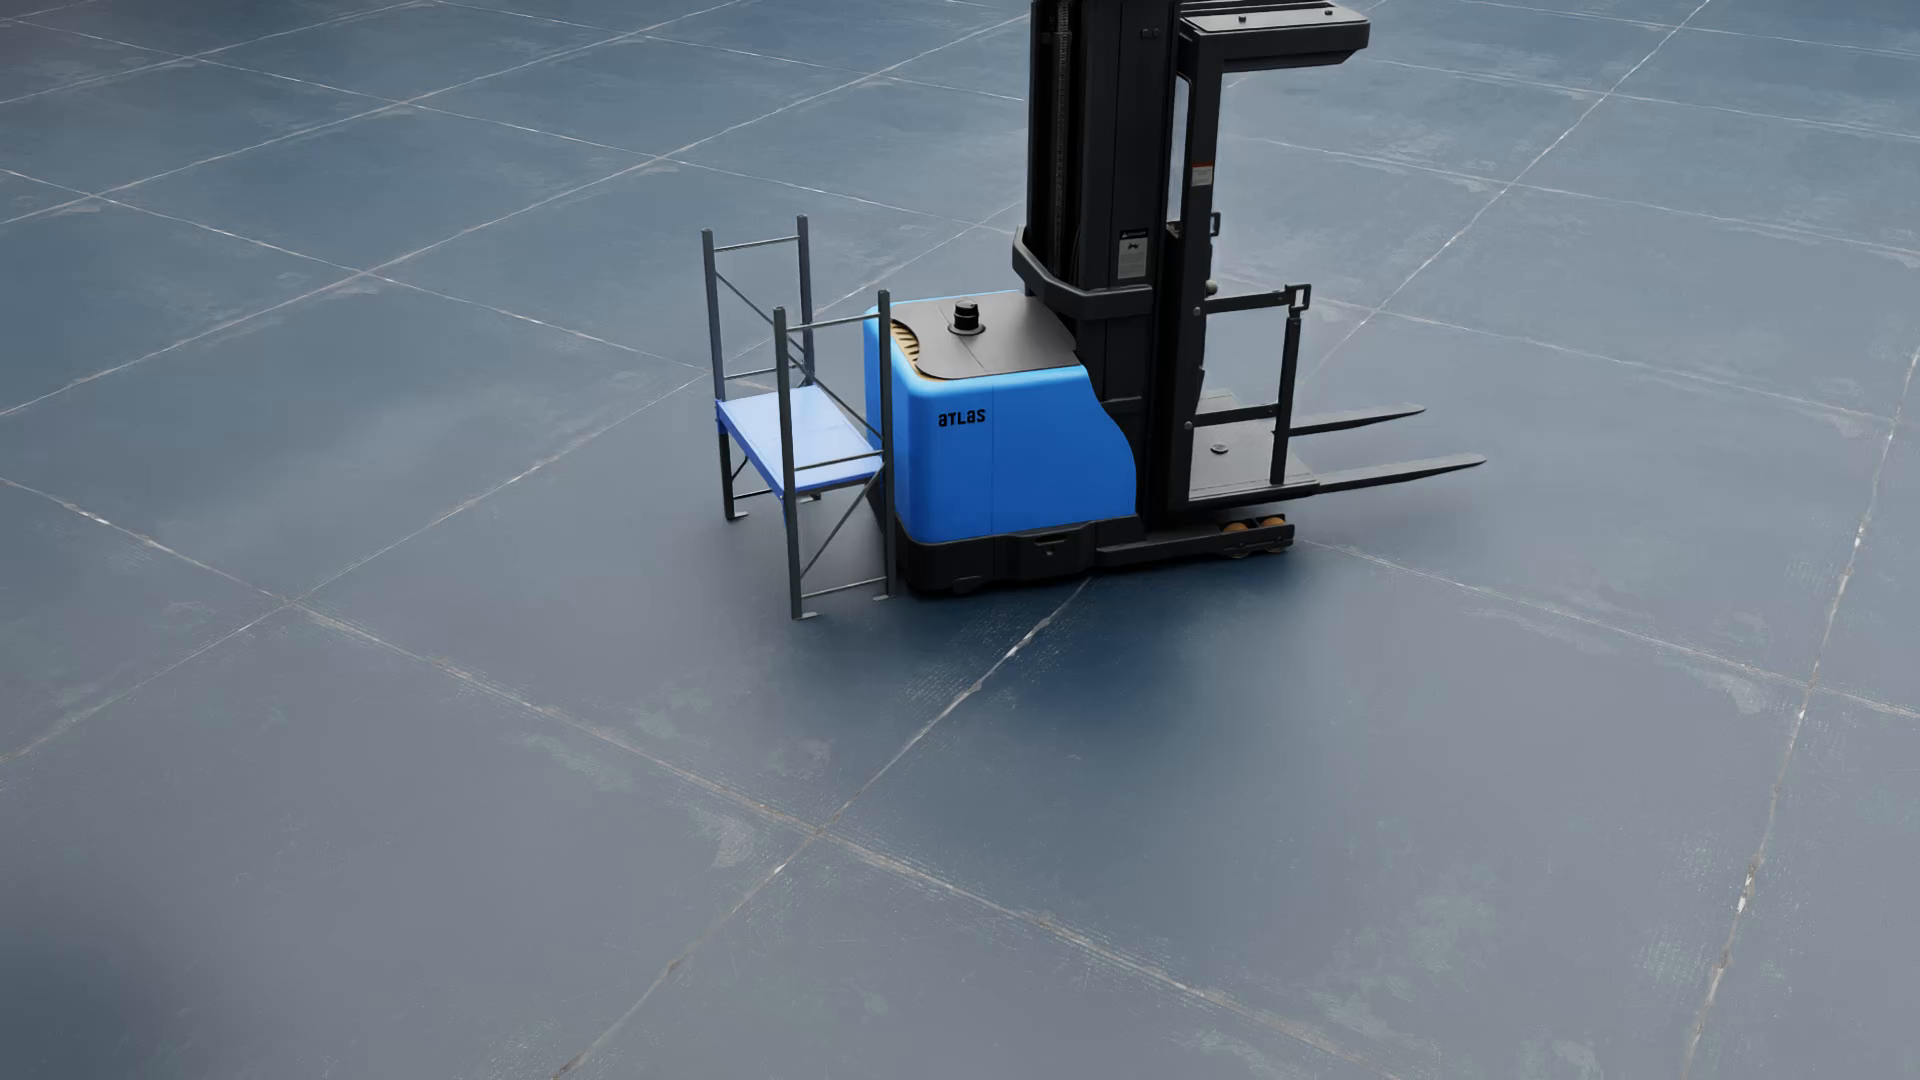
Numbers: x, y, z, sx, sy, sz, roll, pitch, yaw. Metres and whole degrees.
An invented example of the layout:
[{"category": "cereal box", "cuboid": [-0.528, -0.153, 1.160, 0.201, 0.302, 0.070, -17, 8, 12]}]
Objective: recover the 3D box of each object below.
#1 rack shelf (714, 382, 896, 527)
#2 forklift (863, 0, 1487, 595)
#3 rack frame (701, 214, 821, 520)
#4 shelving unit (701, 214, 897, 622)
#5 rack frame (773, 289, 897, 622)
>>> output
[{"category": "rack shelf", "cuboid": [-0.732, -0.418, 7.688, 0.538, 0.185, 1.000, -13, 33, -21]}, {"category": "forklift", "cuboid": [1.103, -1.425, 7.637, 3.031, 2.935, 1.130, -8, 31, -14]}, {"category": "rack frame", "cuboid": [-0.939, -0.807, 7.998, 0.500, 1.500, 0.032, -13, 33, -21]}, {"category": "shelving unit", "cuboid": [-0.732, -0.573, 7.597, 0.538, 1.500, 1.048, -13, 33, -21]}, {"category": "rack frame", "cuboid": [-0.525, -0.339, 7.196, 0.500, 1.500, 0.032, -13, 33, -21]}]
